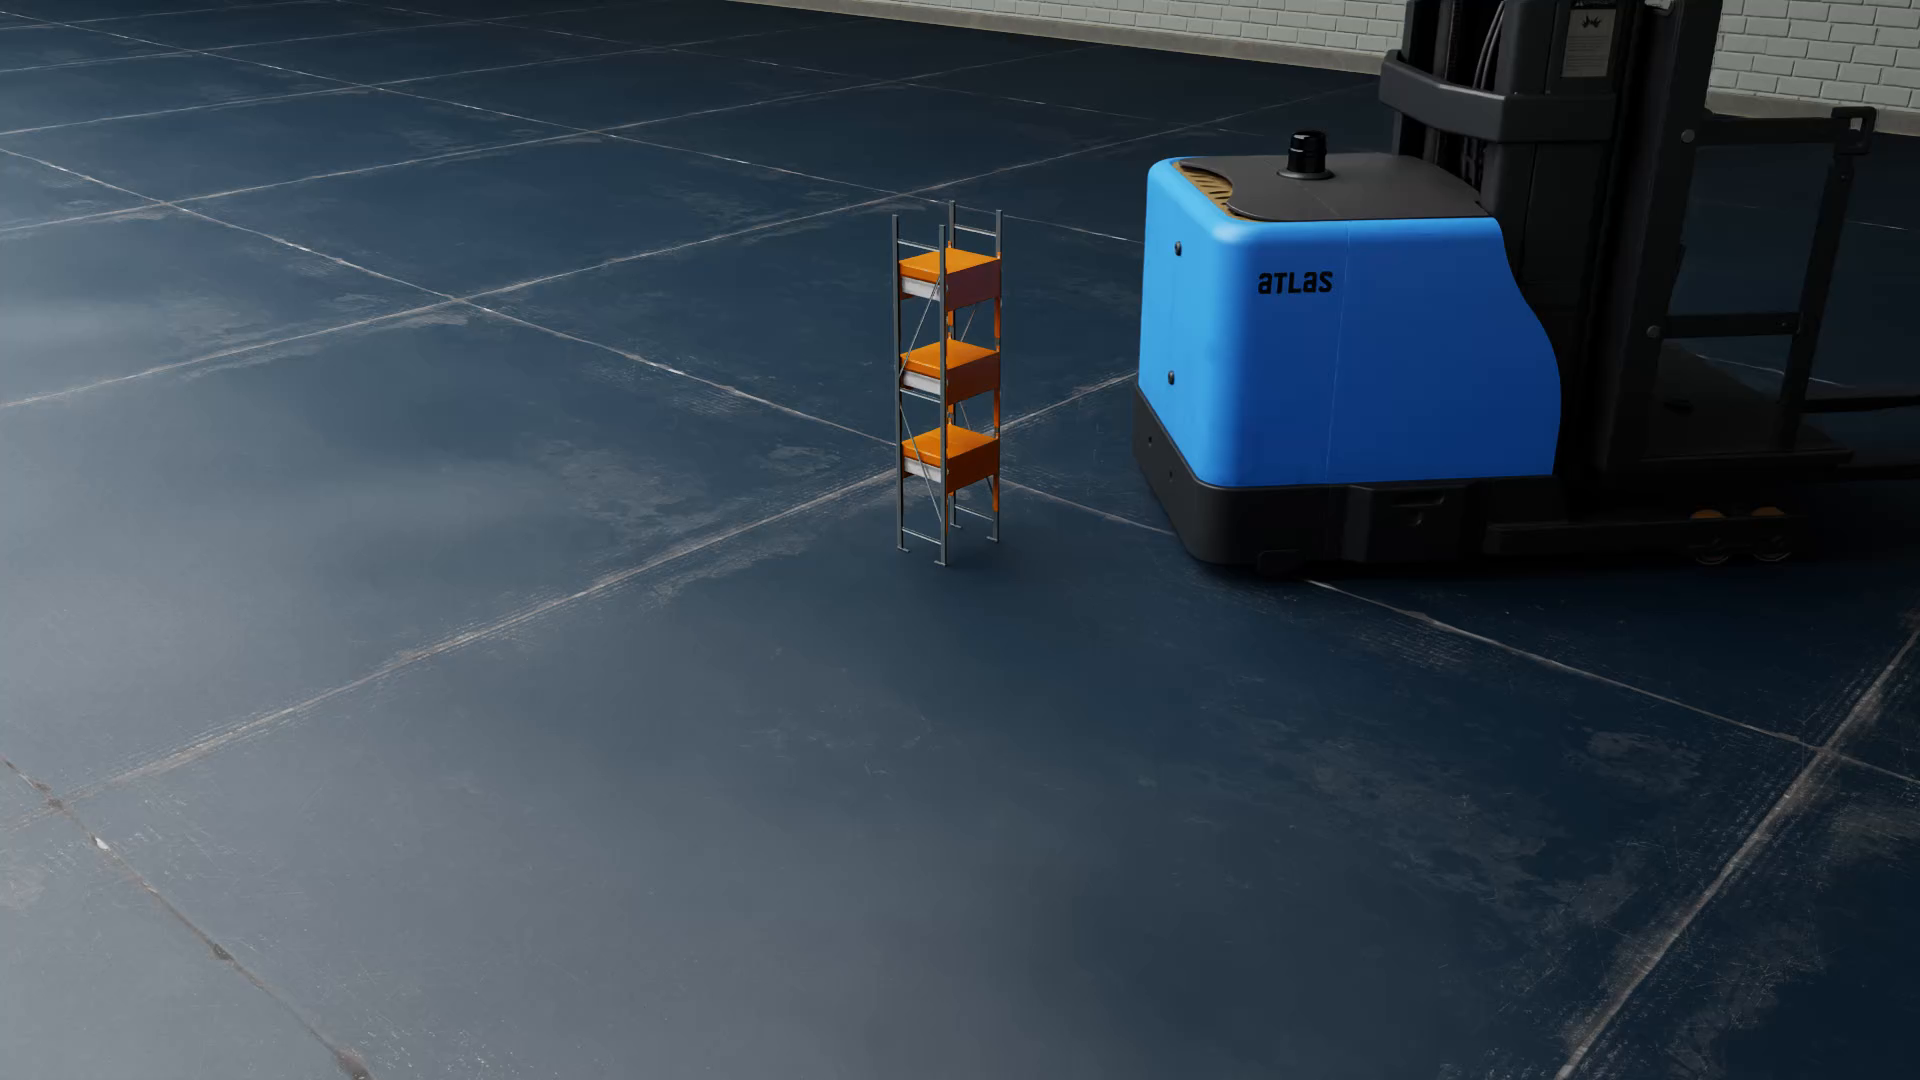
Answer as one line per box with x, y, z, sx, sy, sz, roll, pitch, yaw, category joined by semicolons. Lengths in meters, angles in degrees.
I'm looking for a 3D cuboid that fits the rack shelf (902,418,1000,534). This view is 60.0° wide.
-0.036;-0.199;5.117;0.215;0.259;0.240;20;31;38;rack shelf

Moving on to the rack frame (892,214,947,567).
-0.117;-0.426;4.916;0.200;1.050;0.008;20;31;38;rack frame

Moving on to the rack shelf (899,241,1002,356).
-0.036;-0.712;4.887;0.215;0.259;0.240;20;31;38;rack shelf

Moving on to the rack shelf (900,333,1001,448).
-0.036;-0.453;5.003;0.215;0.259;0.240;20;31;38;rack shelf

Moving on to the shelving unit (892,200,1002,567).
-0.036;-0.463;4.999;0.215;1.050;0.252;20;31;38;shelving unit

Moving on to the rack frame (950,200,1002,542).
0.046;-0.500;5.082;0.200;1.050;0.008;20;31;38;rack frame

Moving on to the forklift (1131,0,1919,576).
2.147;-1.474;4.956;3.031;2.935;1.130;-3;24;-6;forklift
